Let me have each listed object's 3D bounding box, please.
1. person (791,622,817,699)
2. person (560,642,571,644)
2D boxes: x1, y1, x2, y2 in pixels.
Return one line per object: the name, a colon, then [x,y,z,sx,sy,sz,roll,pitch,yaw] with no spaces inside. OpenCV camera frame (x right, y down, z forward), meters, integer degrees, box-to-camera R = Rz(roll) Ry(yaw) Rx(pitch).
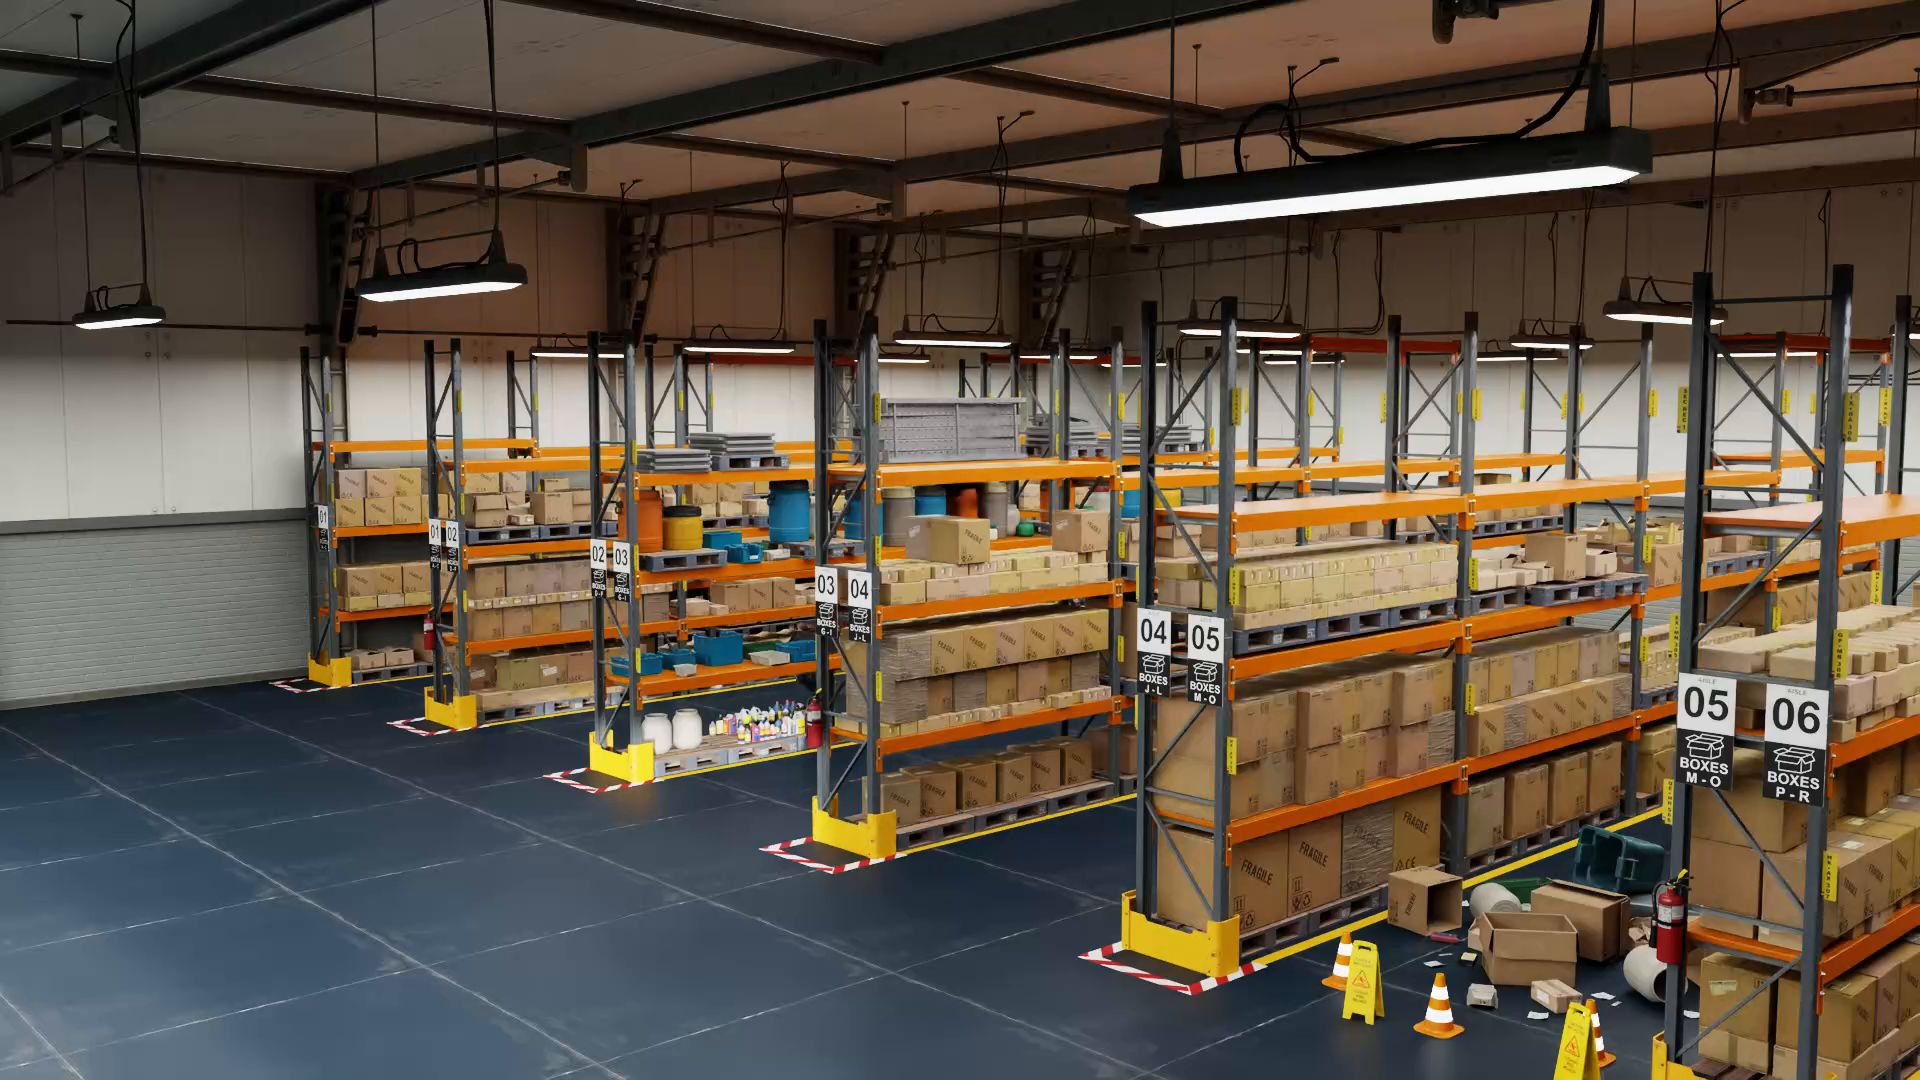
person: [-2.562,2.039,27.427,0.573,1.435,0.795,2,5,22]
person: [-6.986,1.700,29.413,0.620,1.724,0.972,4,6,38]
